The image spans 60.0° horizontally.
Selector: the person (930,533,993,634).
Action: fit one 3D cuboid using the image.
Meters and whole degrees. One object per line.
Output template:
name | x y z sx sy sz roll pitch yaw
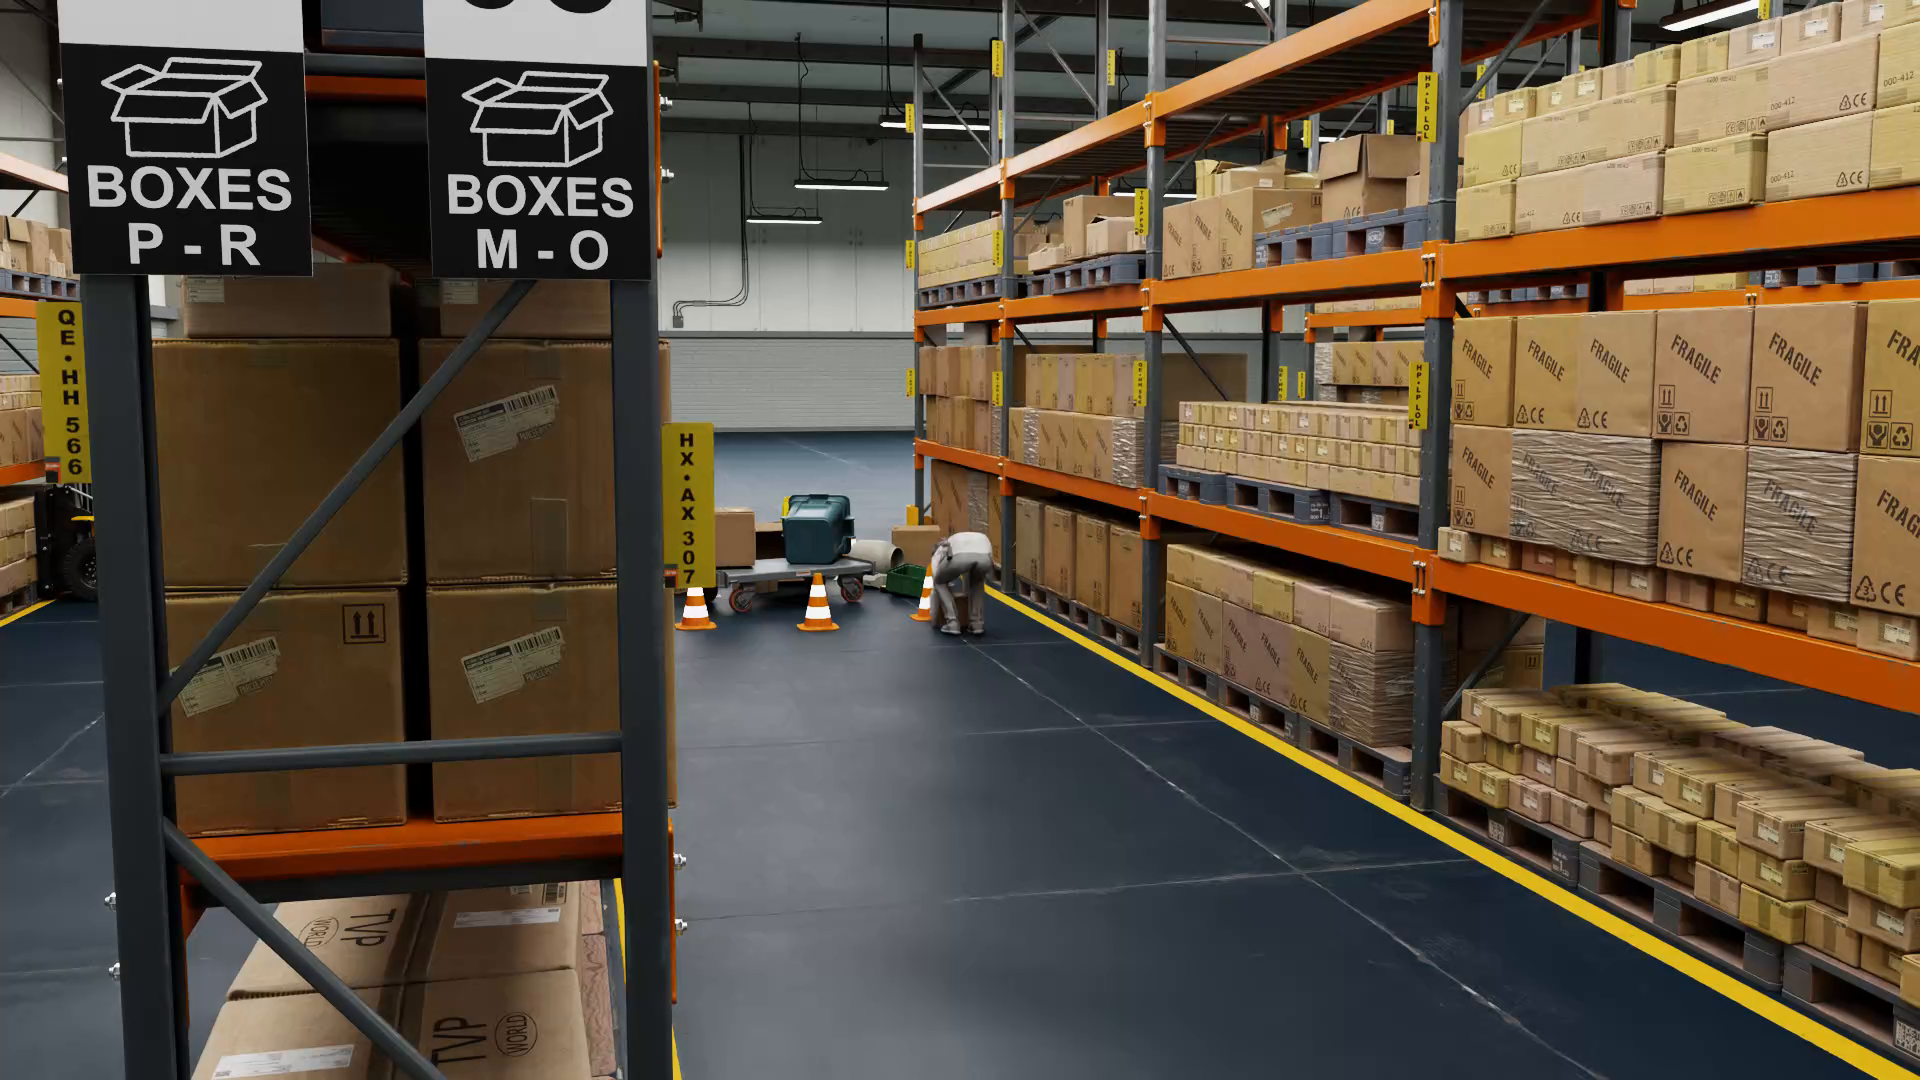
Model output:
person | -0.003 0.345 13.809 0.447 0.851 0.887 -2 6 -16
